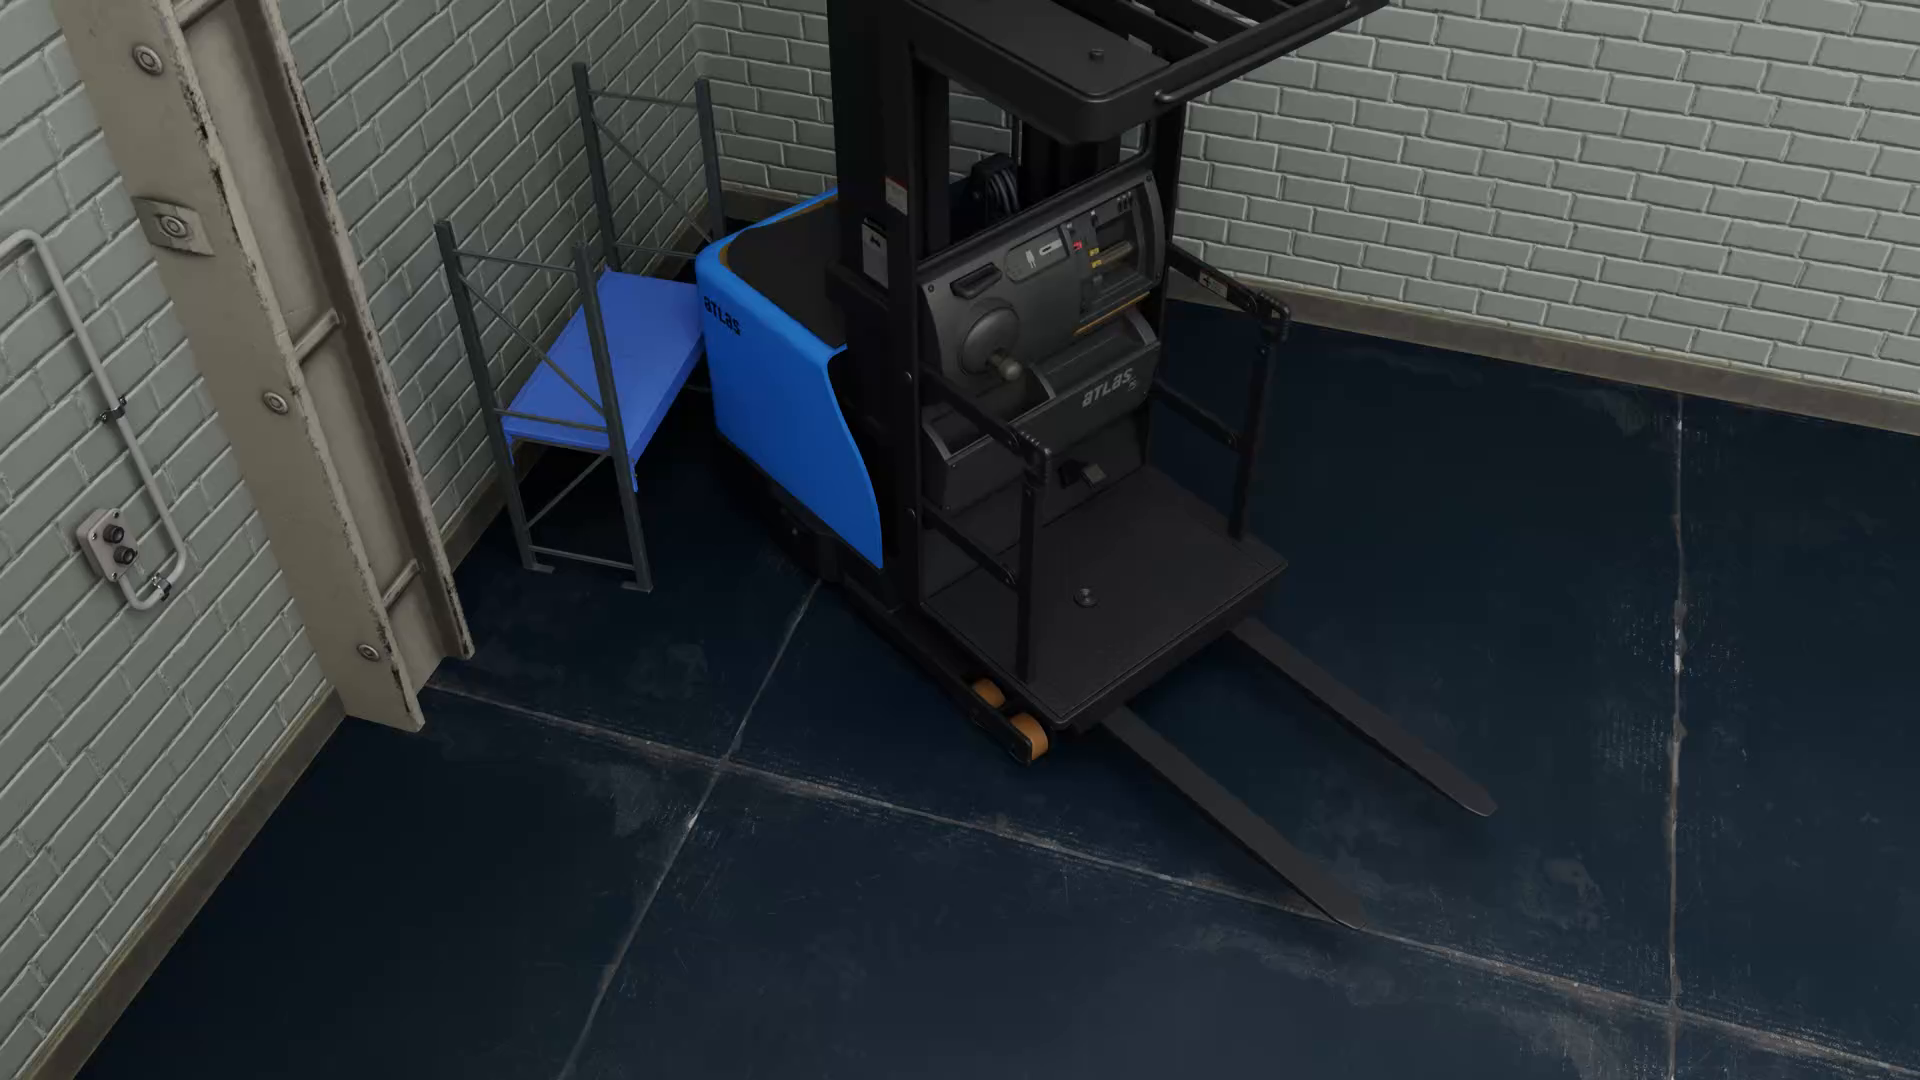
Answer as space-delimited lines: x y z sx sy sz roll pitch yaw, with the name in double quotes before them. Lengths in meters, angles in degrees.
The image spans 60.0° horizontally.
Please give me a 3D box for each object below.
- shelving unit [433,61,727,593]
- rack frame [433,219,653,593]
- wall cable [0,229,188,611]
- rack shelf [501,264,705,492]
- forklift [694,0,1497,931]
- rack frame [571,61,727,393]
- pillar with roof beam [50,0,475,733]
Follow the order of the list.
"shelving unit" -1.238 -0.740 5.934 0.538 1.500 1.048 10 45 10
"rack frame" -1.367 -0.396 5.582 0.500 1.500 0.032 10 45 10
"wall cable" -2.417 -0.022 3.402 0.084 1.984 1.851 13 46 13
"rack shelf" -1.238 -0.612 6.059 0.538 0.185 1.000 10 45 10
"forklift" 0.407 -0.718 4.888 1.130 2.935 3.031 -31 52 -28
"rack frame" -1.109 -1.084 6.285 0.500 1.500 0.032 10 45 10
"pillar with roof beam" 2.193 -1.821 1.677 9.100 9.000 0.400 13 46 13
